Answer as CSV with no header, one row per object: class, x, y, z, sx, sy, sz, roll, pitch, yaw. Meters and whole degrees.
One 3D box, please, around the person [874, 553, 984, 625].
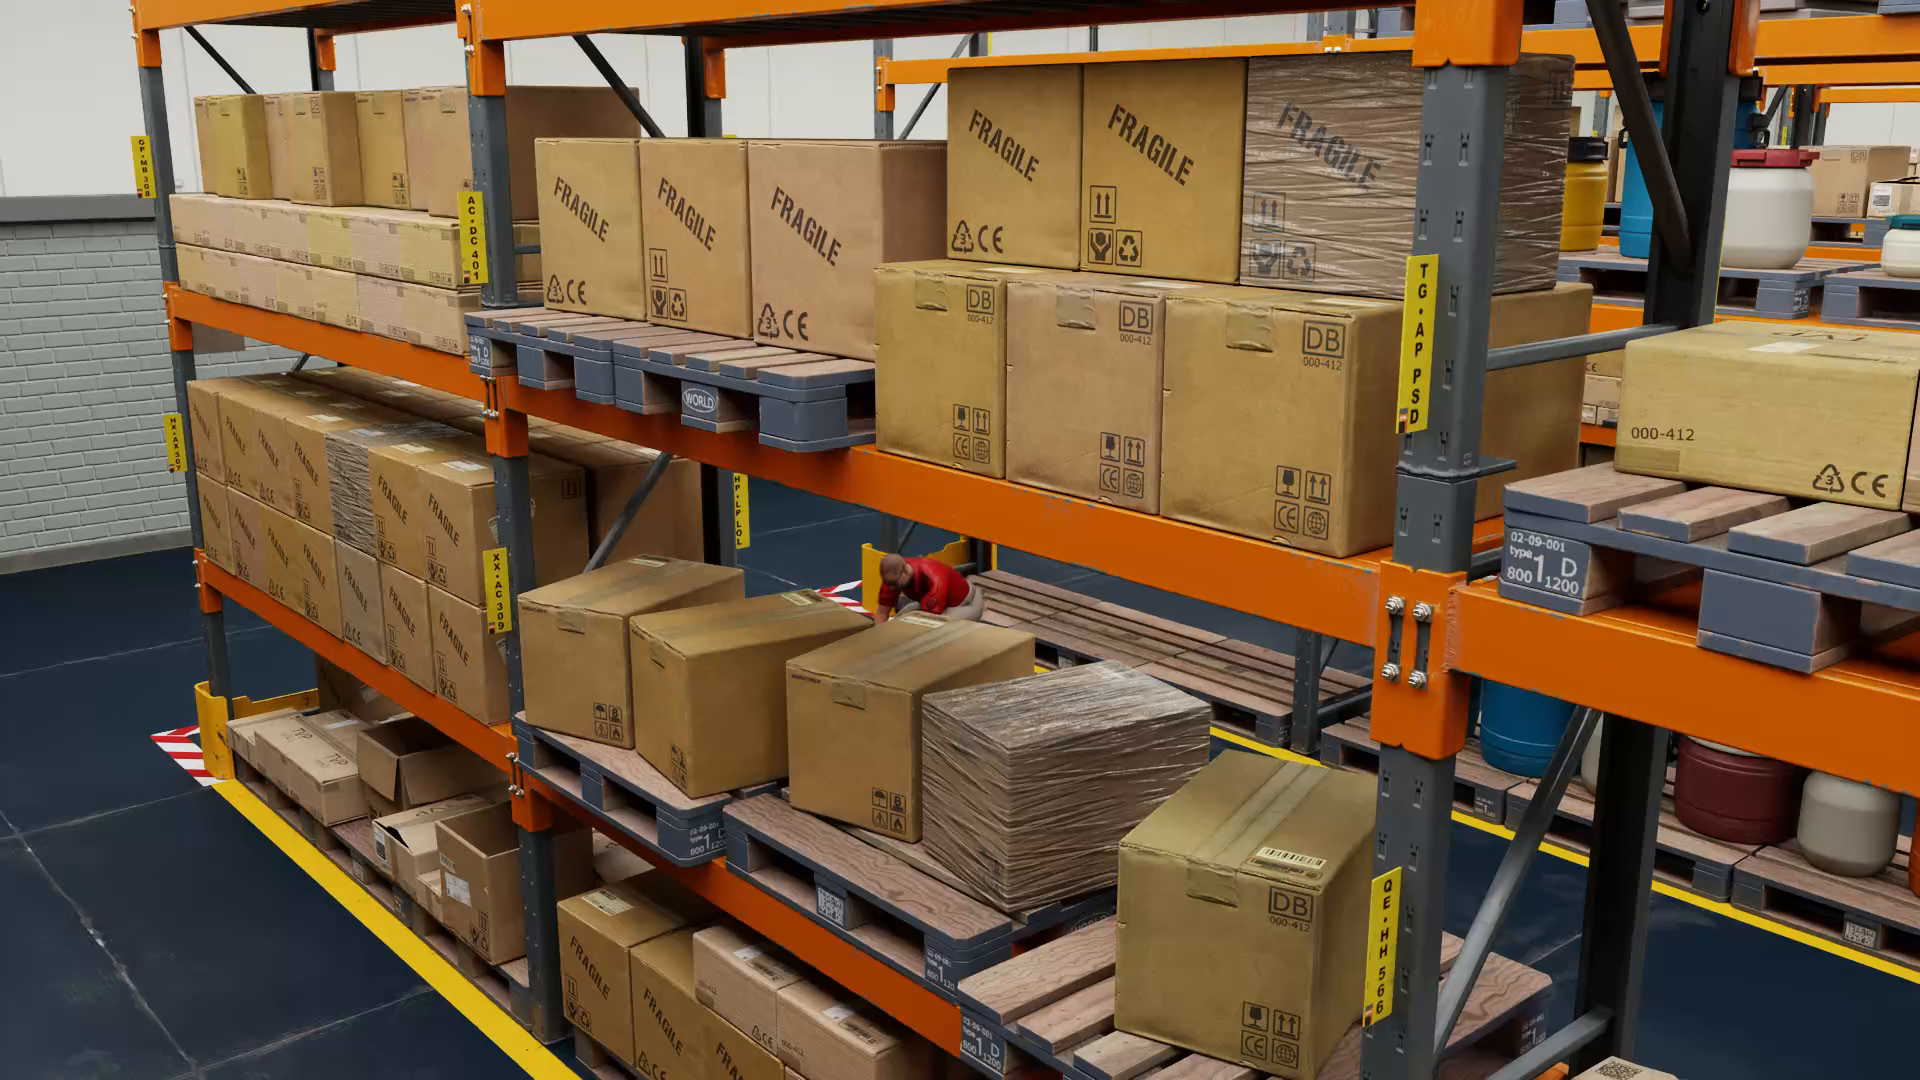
person,-0.214,0.510,11.029,0.869,0.990,0.570,-12,18,-40
